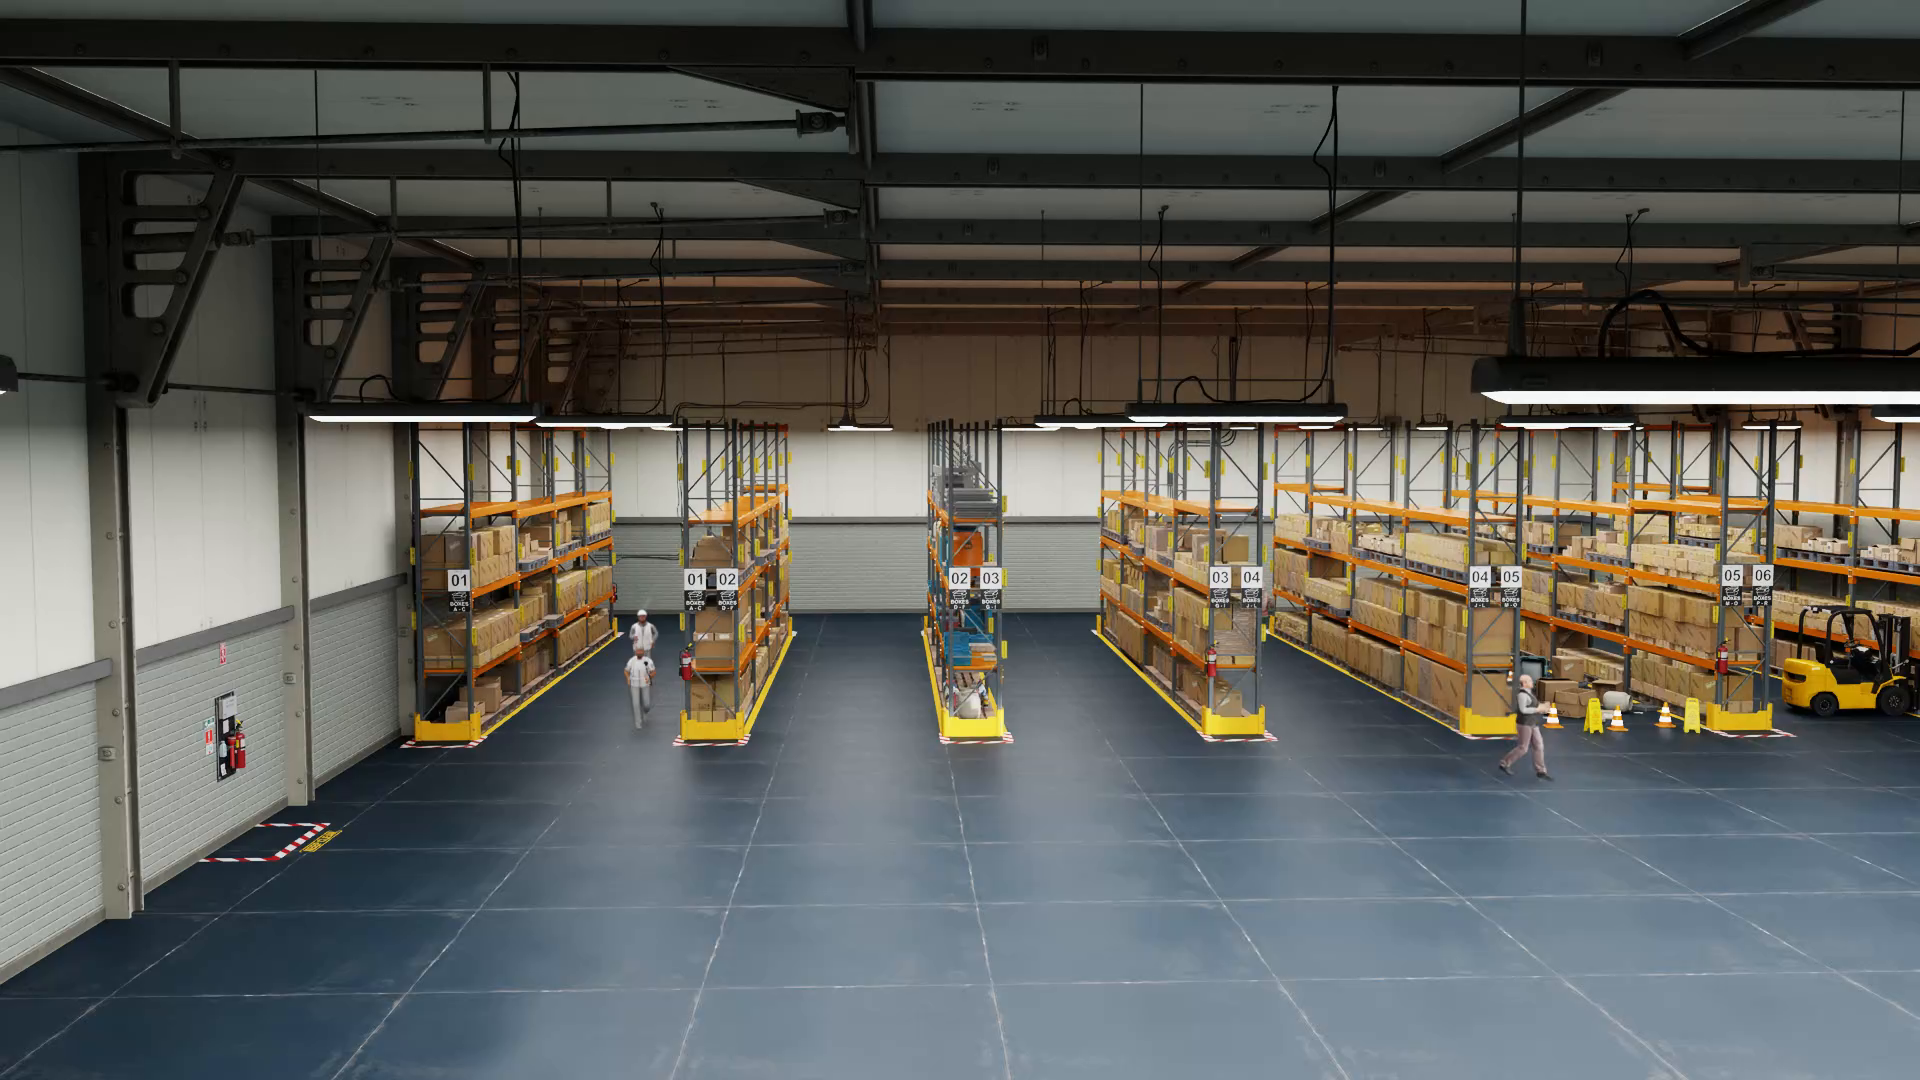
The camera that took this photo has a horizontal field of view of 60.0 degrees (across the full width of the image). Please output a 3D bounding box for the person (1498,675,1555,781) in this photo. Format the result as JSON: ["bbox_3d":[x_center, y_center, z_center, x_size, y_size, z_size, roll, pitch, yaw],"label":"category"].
[{"bbox_3d":[9.346,3.081,27.371,0.875,1.732,0.657,2,4,33],"label":"person"}]

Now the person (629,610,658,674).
[{"bbox_3d":[-7.096,2.463,37.264,0.641,1.779,0.658,-1,4,-9],"label":"person"}]

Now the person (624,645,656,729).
[{"bbox_3d":[-6.236,2.839,32.376,0.611,1.619,0.639,-1,4,-9],"label":"person"}]

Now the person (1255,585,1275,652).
[{"bbox_3d":[7.929,2.042,43.894,0.649,1.781,0.969,-1,4,-9],"label":"person"}]
